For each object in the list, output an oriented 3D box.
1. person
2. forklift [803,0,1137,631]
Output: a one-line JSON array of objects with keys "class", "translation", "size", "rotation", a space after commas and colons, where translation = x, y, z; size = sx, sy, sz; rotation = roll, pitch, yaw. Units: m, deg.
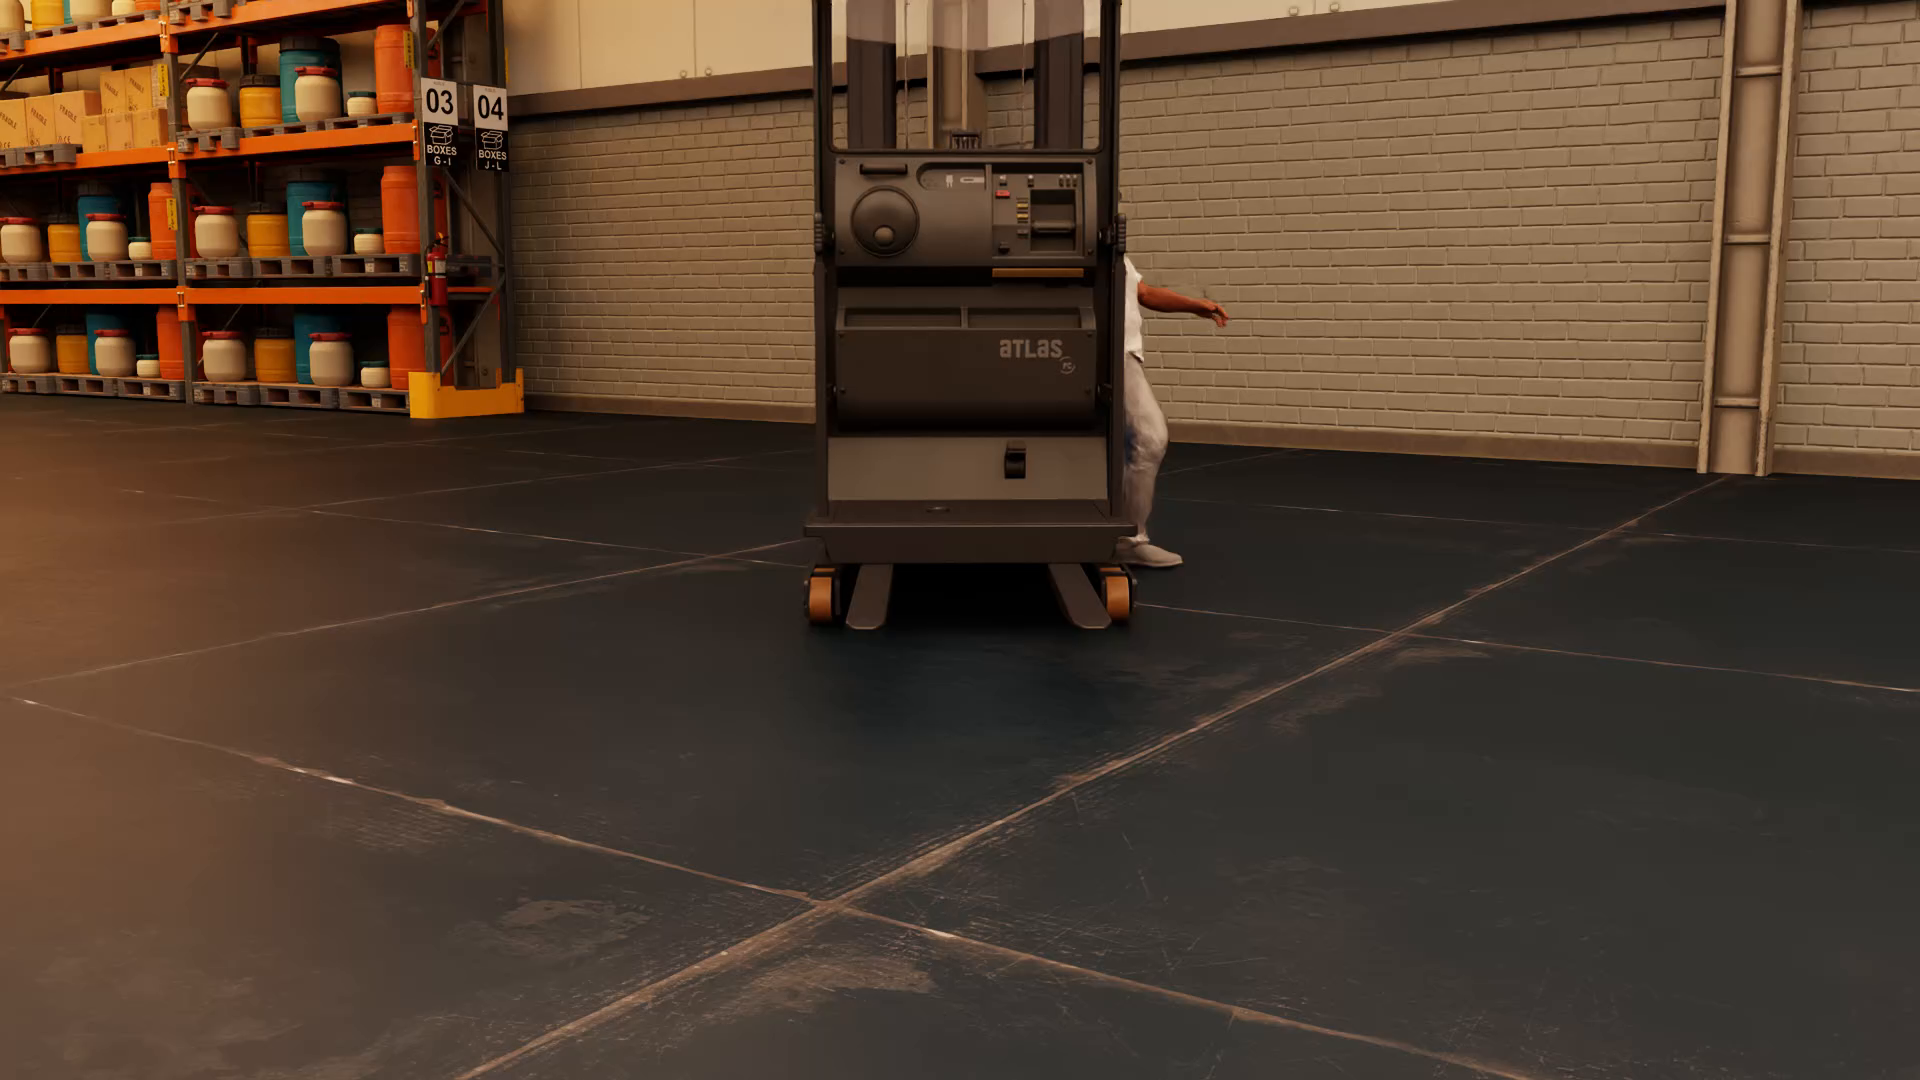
[{"class": "person", "translation": [0.674, -0.737, 6.907], "size": [0.880, 1.678, 0.832], "rotation": [1, 8, 8]}, {"class": "forklift", "translation": [0.027, -1.211, 5.707], "size": [1.130, 2.935, 3.031], "rotation": [0, 8, -1]}]
